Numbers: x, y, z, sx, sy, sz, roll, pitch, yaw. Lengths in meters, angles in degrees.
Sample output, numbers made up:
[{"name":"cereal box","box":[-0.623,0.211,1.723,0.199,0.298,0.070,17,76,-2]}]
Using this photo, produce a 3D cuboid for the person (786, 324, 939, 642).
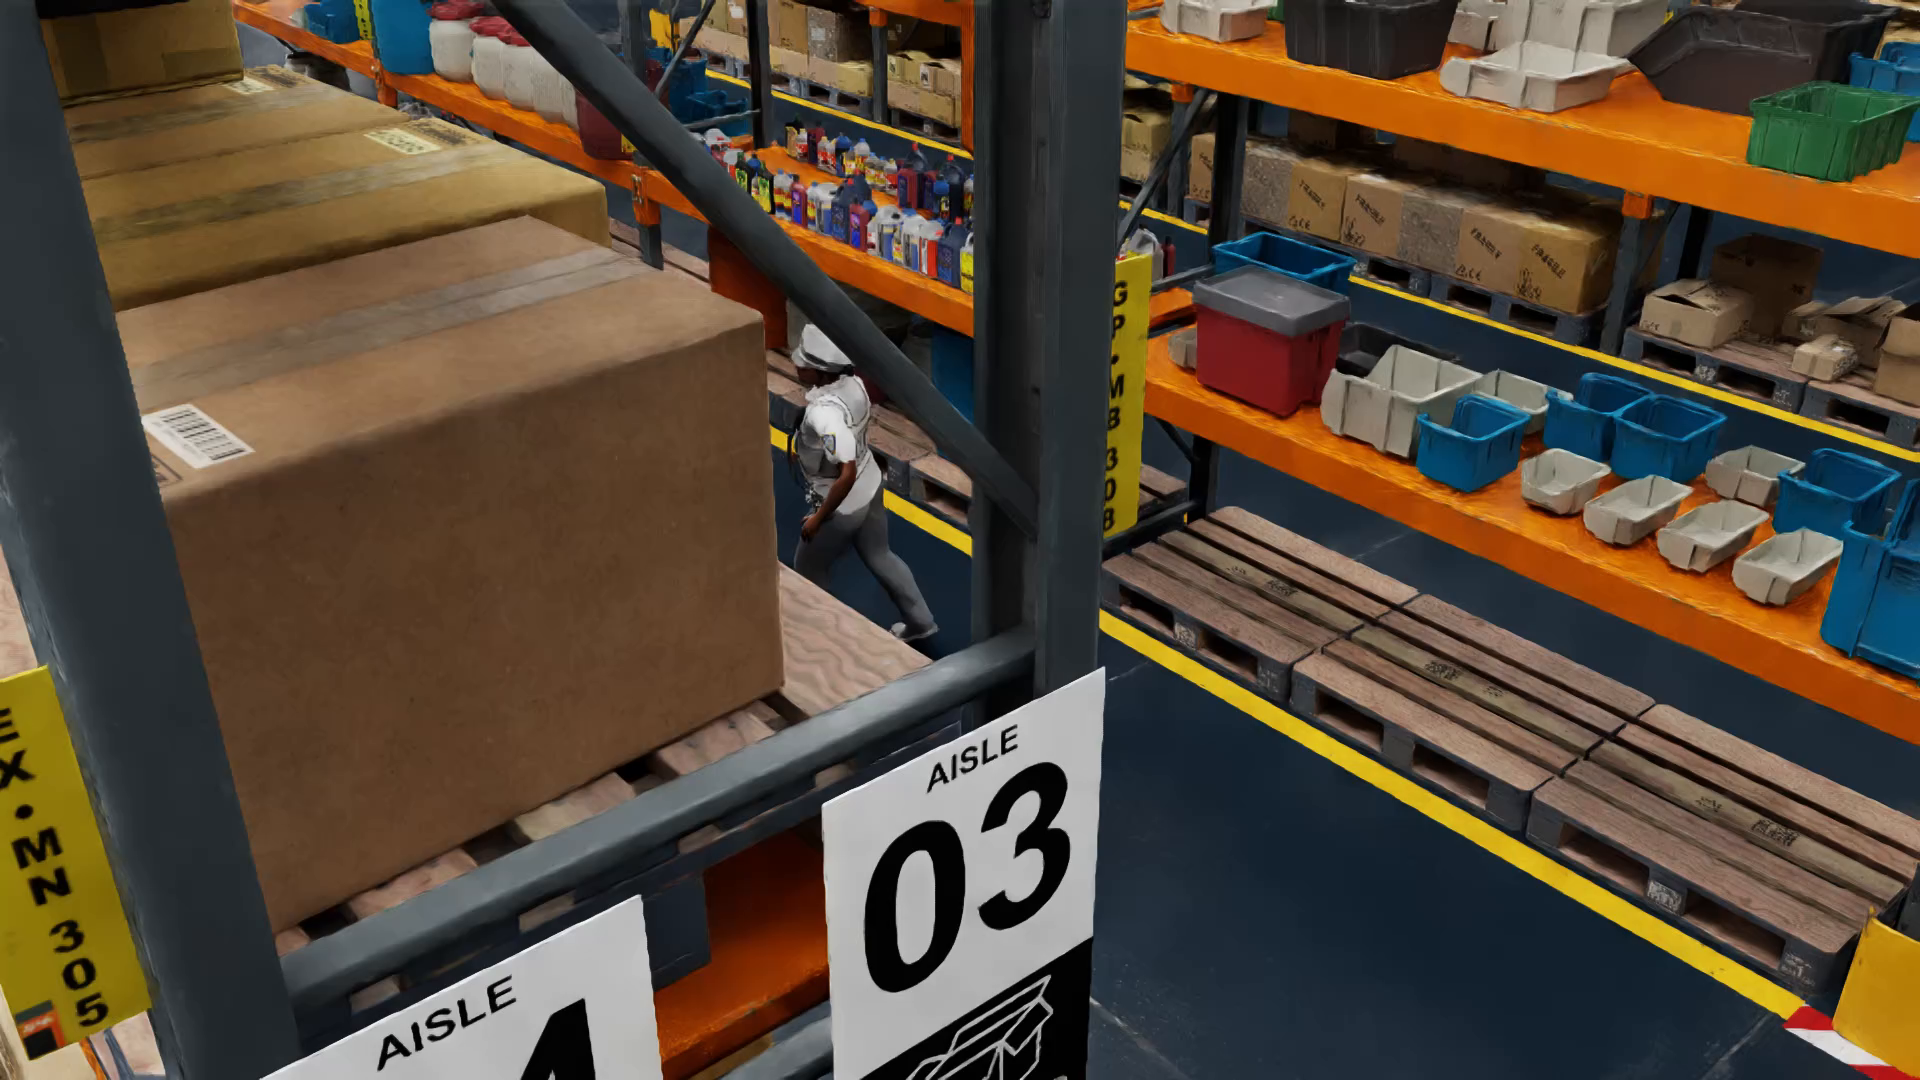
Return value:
[{"name":"person","box":[-0.561,-0.181,7.394,0.842,1.663,0.634,8,29,15]}]
